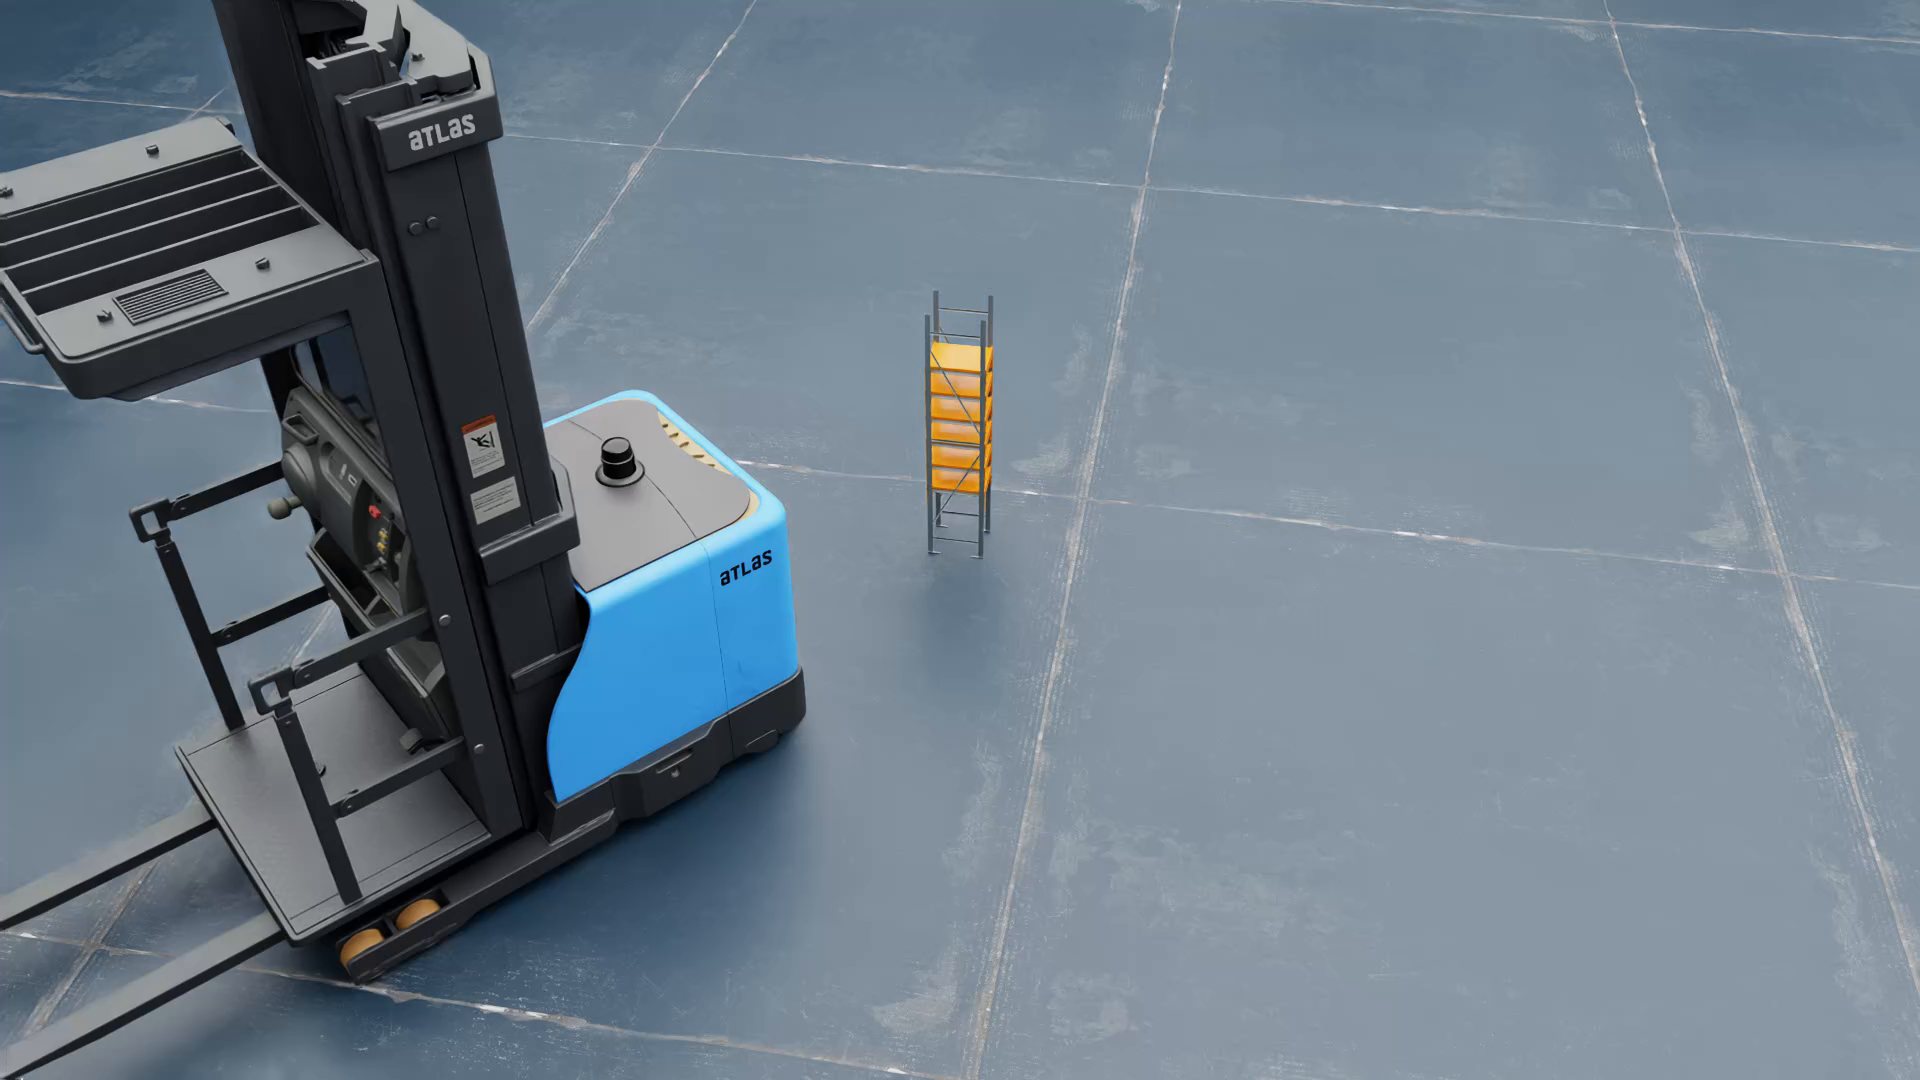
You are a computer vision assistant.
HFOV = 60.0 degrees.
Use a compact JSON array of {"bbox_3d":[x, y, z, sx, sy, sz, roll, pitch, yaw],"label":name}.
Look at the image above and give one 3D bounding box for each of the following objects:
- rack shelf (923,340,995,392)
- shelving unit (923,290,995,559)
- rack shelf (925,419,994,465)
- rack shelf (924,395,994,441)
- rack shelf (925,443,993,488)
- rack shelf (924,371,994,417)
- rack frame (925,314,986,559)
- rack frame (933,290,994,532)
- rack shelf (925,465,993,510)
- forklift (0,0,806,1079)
[{"bbox_3d":[-0.002,-0.697,6.656,0.258,0.103,0.180,6,40,8],"label":"rack shelf"},{"bbox_3d":[-0.002,-0.453,6.857,0.258,1.200,0.189,6,40,8],"label":"shelving unit"},{"bbox_3d":[-0.002,-0.419,6.885,0.258,0.103,0.180,6,40,8],"label":"rack shelf"},{"bbox_3d":[-0.002,-0.512,6.809,0.258,0.103,0.180,6,40,8],"label":"rack shelf"},{"bbox_3d":[-0.003,-0.327,6.961,0.258,0.103,0.180,6,40,8],"label":"rack shelf"},{"bbox_3d":[-0.002,-0.604,6.732,0.258,0.103,0.180,6,40,8],"label":"rack shelf"},{"bbox_3d":[-0.018,-0.396,6.787,0.240,1.200,0.006,6,40,8],"label":"rack frame"},{"bbox_3d":[0.013,-0.511,6.926,0.240,1.200,0.006,6,40,8],"label":"rack frame"},{"bbox_3d":[-0.003,-0.234,7.038,0.258,0.103,0.180,6,40,8],"label":"rack shelf"},{"bbox_3d":[-2.048,-0.061,5.023,3.031,2.935,1.130,-28,47,-29],"label":"forklift"}]
